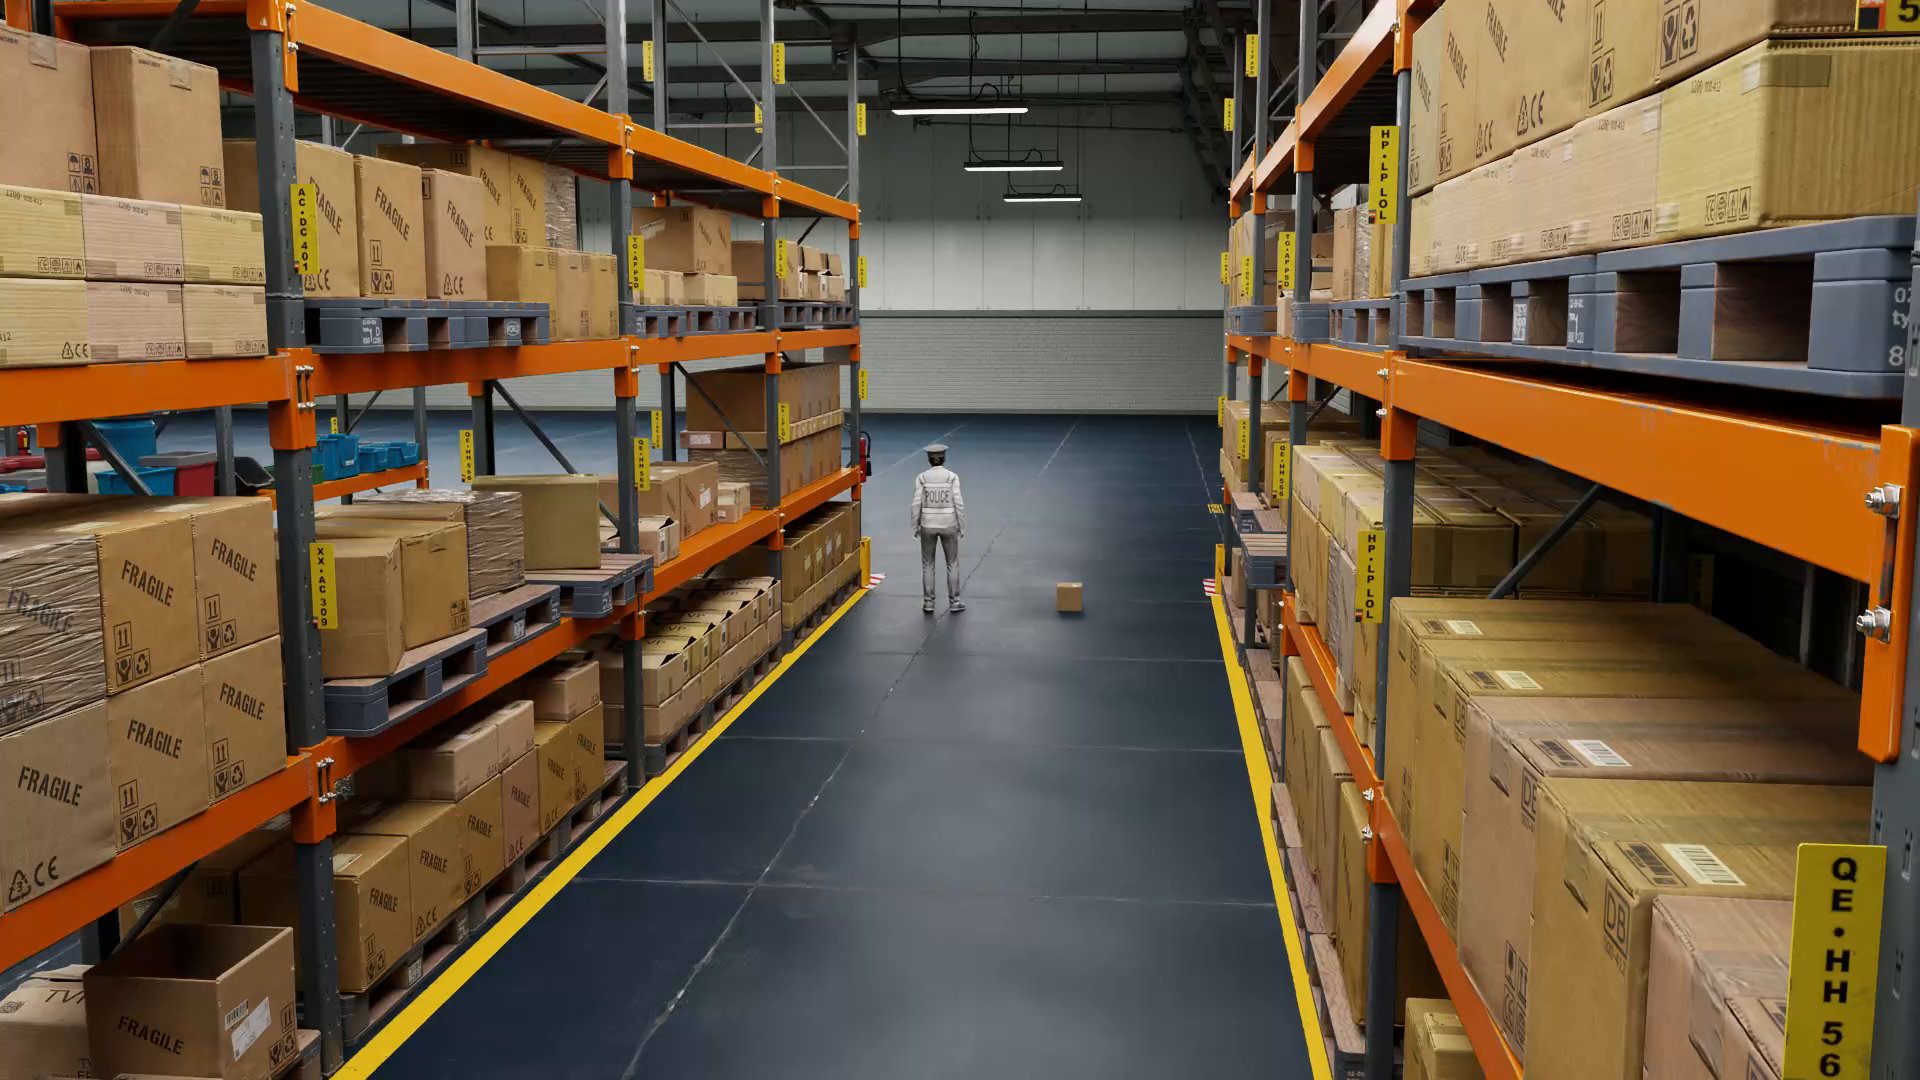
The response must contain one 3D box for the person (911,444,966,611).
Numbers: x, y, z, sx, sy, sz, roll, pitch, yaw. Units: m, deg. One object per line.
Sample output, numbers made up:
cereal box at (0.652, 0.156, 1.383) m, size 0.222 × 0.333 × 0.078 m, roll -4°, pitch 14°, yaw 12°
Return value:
person at (-0.216, -0.116, 16.627) m, size 0.548 × 1.667 × 0.369 m, roll 0°, pitch 8°, yaw 3°
